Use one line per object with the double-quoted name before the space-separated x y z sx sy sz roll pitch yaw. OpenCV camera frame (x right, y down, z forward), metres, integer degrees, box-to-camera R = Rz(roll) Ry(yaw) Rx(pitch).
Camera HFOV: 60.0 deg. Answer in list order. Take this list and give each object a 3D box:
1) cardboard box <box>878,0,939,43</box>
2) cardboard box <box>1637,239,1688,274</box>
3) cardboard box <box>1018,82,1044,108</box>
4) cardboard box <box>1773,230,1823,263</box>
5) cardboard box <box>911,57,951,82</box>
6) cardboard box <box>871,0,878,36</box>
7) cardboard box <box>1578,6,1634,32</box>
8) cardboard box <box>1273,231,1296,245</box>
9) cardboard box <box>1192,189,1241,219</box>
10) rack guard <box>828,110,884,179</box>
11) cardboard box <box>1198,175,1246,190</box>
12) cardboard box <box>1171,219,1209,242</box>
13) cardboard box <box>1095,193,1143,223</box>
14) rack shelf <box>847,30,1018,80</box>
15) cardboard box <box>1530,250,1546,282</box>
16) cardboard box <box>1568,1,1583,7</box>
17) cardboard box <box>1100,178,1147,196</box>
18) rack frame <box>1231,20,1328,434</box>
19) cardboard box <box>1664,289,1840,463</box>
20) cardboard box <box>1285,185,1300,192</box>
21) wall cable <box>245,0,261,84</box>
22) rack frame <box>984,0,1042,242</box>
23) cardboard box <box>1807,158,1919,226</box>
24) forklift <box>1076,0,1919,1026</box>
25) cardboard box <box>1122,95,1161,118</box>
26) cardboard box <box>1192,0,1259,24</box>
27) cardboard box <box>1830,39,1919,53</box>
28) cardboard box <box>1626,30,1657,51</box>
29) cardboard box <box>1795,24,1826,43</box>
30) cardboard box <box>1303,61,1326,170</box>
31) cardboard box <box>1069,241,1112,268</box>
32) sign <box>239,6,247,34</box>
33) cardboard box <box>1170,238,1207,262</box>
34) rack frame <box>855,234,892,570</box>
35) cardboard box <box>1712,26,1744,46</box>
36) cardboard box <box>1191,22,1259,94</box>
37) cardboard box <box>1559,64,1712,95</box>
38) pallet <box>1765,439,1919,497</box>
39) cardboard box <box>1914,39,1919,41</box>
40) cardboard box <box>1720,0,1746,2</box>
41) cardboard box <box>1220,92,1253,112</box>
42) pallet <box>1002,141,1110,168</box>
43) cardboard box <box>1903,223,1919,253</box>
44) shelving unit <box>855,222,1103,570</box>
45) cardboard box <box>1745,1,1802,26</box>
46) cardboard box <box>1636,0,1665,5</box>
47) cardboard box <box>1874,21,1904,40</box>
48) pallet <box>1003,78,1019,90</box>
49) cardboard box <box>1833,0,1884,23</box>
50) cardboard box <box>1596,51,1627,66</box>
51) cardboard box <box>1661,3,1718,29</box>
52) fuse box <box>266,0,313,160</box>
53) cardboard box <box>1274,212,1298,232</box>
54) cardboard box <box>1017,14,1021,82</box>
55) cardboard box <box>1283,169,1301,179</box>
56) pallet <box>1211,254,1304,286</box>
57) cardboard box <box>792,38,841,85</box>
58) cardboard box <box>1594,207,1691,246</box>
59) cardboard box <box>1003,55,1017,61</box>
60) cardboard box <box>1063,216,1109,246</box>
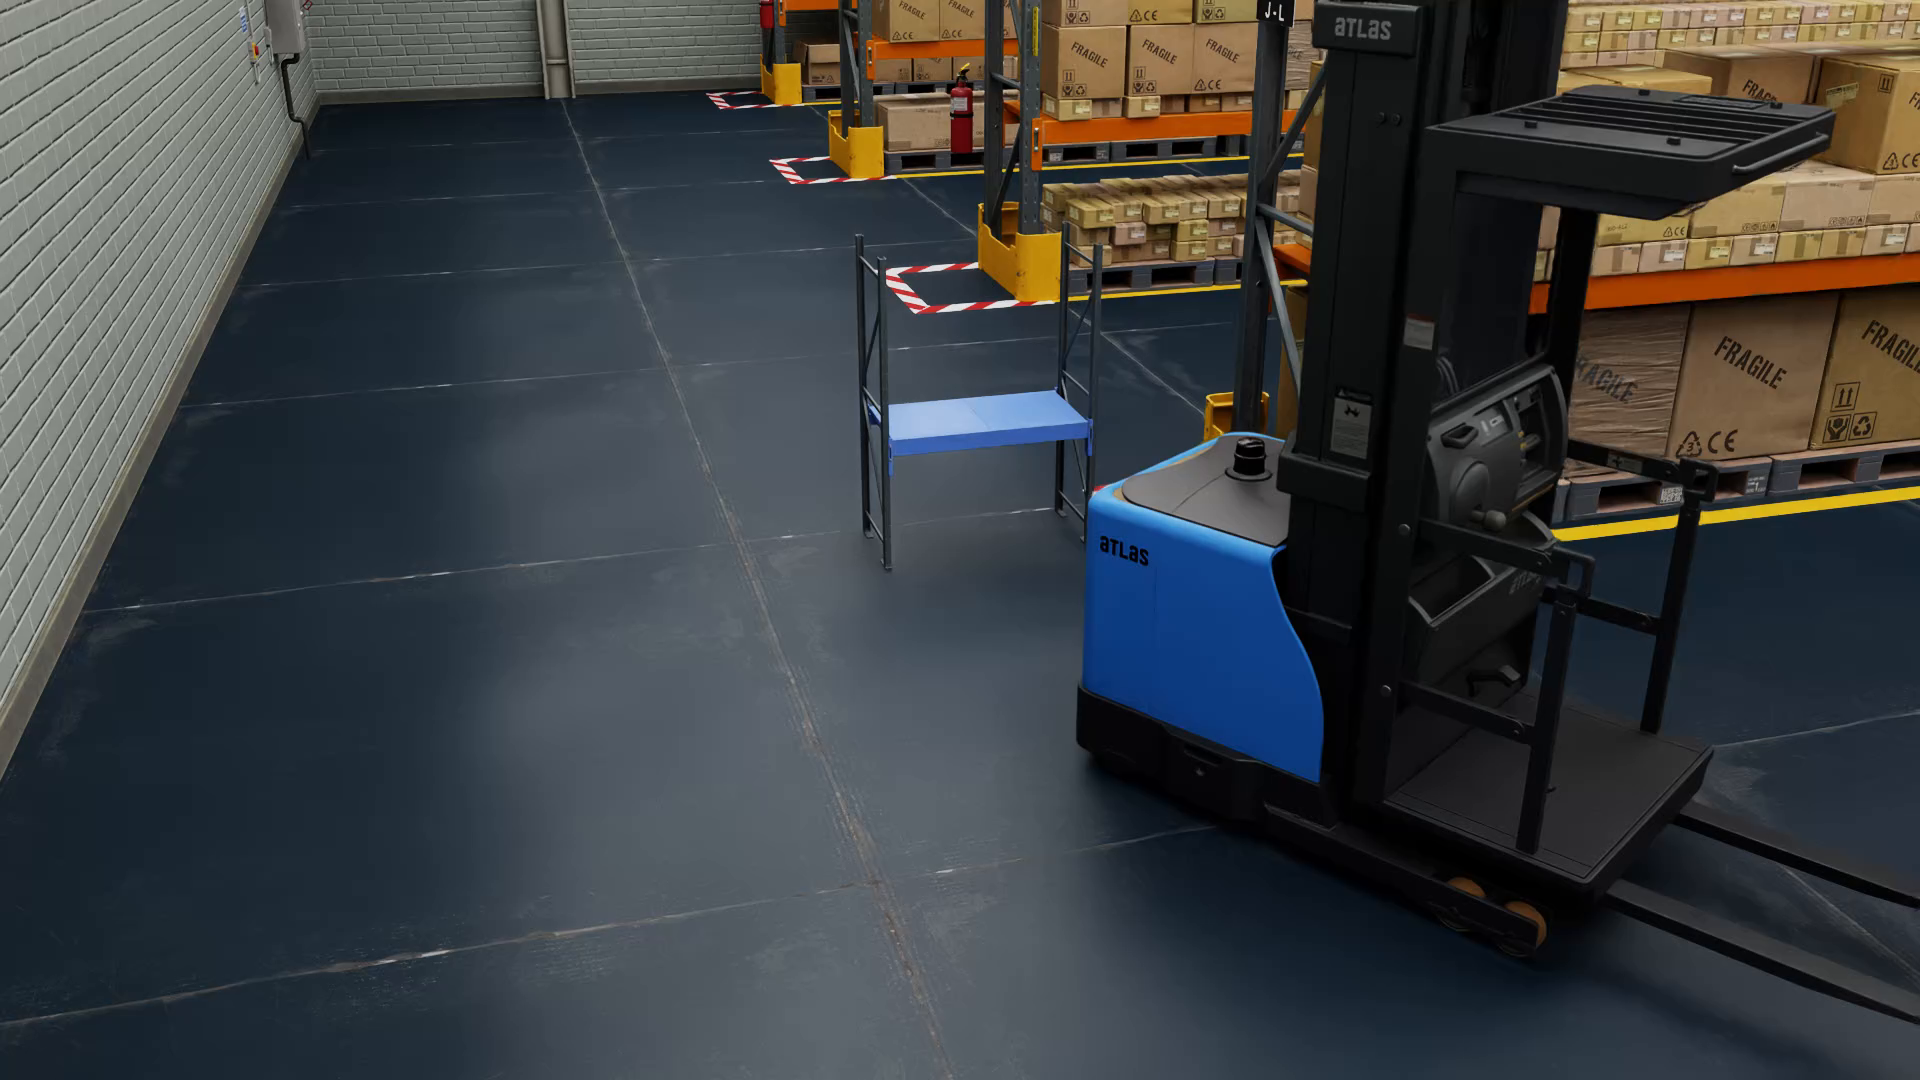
"cardboard box" -0.515 -5.232 16.512 0.500 0.500 0.500 -7 24 -15
"cardboard box" 3.291 -1.416 8.065 0.250 0.149 0.380 -7 24 -15
"cardboard box" 0.618 -3.402 12.692 0.250 0.149 0.380 -6 24 -14
"cardboard box" 4.032 -1.498 8.255 0.250 0.149 0.380 -7 24 -15
"cardboard box" -0.415 -6.296 21.756 0.500 0.500 0.500 -6 24 -13
"cardboard box" -0.661 -5.441 17.000 0.500 0.500 0.500 -6 24 -14
"cardboard box" 5.002 -4.051 12.919 0.250 0.149 0.380 -6 24 -13
"cardboard box" 2.457 -2.362 13.033 0.250 0.149 0.380 -6 24 -14
"cardboard box" 1.973 -2.595 12.822 0.250 0.149 0.380 -5 24 -12
"rack guard" -1.077 -4.092 17.153 0.348 0.500 1.175 -6 24 -14
"cardboard box" 2.088 -2.804 13.309 0.250 0.149 0.380 -7 24 -16
"cardboard box" 1.721 -2.406 12.760 0.250 0.149 0.380 -6 24 -13
"cardboard box" 1.209 -2.533 12.678 0.250 0.149 0.380 -6 24 -13
"rack shelf" 0.871 -5.126 17.304 4.000 0.370 1.077 -6 24 -14
"cardboard box" 2.547 -1.333 7.872 0.250 0.149 0.380 -7 24 -16
"cardboard box" 4.824 -4.298 13.494 0.250 0.149 0.380 -7 24 -16
"cardboard box" 1.294 -2.765 13.217 0.250 0.149 0.380 -7 24 -16
"rack frame" 1.623 -1.481 7.898 0.127 3.000 1.000 -6 24 -14
"cardboard box" 3.950 -0.988 8.910 0.875 0.875 0.875 -6 24 -14
"cardboard box" 2.723 -2.654 12.959 0.250 0.149 0.380 -7 24 -16
"wall cable" -6.477 -5.115 15.039 0.123 1.953 0.585 -6 24 -14
"rack frame" 0.380 -3.375 12.311 0.127 3.000 1.000 -6 24 -14
"cardboard box" 4.622 -1.772 8.389 0.500 0.250 0.500 -6 24 -13
"forklift" 1.874 -0.277 5.179 3.031 2.935 1.130 19 30 38
"cardboard box" 1.288 -3.221 12.271 0.250 0.149 0.380 -7 24 -16
"cardboard box" 1.875 -4.067 12.153 0.500 0.500 0.500 -7 24 -16
"cardboard box" 4.944 -2.366 8.821 0.500 0.500 0.500 -6 24 -14
"cardboard box" 5.232 -3.939 13.034 0.250 0.149 0.380 -6 24 -13
"cardboard box" 6.740 -4.106 13.423 0.250 0.149 0.380 -6 24 -15
"cardboard box" 2.021 -2.045 8.074 0.500 0.500 0.500 -6 24 -14
"cardboard box" 0.971 -2.192 12.638 0.250 0.149 0.380 -6 24 -13
"sign" -6.523 -4.733 15.135 0.001 0.218 0.327 -6 24 -14
"cardboard box" 1.714 -2.266 12.809 0.250 0.149 0.380 -6 24 -14
"rack frame" -0.407 -0.644 7.849 0.032 1.500 0.500 -6 24 -14
"cardboard box" 5.997 -4.024 13.233 0.250 0.149 0.380 -7 24 -15
"cardboard box" 1.871 -3.615 12.366 0.500 0.500 0.500 -6 24 -14
"cardboard box" 3.136 -1.953 7.859 0.500 0.500 0.500 -7 24 -16
"pallet" 4.721 -0.574 9.321 1.213 0.211 1.003 -6 24 -14
"cardboard box" 7.732 -4.078 13.735 0.250 0.149 0.380 -6 24 -13
"cardboard box" 6.320 -4.462 13.876 0.250 0.149 0.380 -6 24 -13
"cardboard box" 2.014 -3.335 12.538 0.250 0.149 0.380 -7 24 -15
"pallet" 0.867 -4.205 17.783 1.213 0.211 1.003 -6 24 -14
"cardboard box" 4.774 -1.580 8.447 0.250 0.149 0.380 -7 24 -15
"shelving unit" 0.082 -0.698 7.975 1.048 1.500 0.538 -6 24 -14
"cardboard box" 6.489 -4.215 13.300 0.250 0.149 0.380 -5 24 -12
"cardboard box" 5.563 -4.377 13.679 0.250 0.149 0.380 -7 24 -16
"cardboard box" 7.474 -4.187 13.612 0.250 0.149 0.380 -5 24 -12
"pallet" 0.791 -6.199 22.430 1.213 0.211 1.003 -6 24 -14
"cardboard box" 7.240 -4.298 13.494 0.250 0.149 0.380 -6 24 -13
"cardboard box" 5.000 -3.778 13.036 0.250 0.149 0.380 -6 24 -14
"cardboard box" 5.737 -4.131 13.104 0.250 0.149 0.380 -7 24 -15
"fuse box" -6.904 -4.855 17.395 0.414 1.711 0.539 -6 24 -14
"cardboard box" 2.464 -2.540 13.072 0.250 0.149 0.380 -5 24 -12
"cardboard box" 0.743 -3.703 12.572 0.500 0.500 0.500 -6 24 -13
"cardboard box" 2.820 -2.914 13.566 0.250 0.149 0.380 -6 24 -13
"pallet" 2.418 -2.303 13.350 1.213 0.211 1.003 -6 24 -14
"cardboard box" -1.784 -6.203 21.535 0.637 0.503 0.797 -7 24 -16
"cardboard box" 3.141 -1.607 8.005 0.500 0.250 0.500 -7 24 -16
"cardboard box" 0.753 -6.530 22.543 0.500 0.311 0.500 -5 24 -12
"cardboard box" 0.954 -2.353 12.635 0.250 0.149 0.380 -5 24 -12
